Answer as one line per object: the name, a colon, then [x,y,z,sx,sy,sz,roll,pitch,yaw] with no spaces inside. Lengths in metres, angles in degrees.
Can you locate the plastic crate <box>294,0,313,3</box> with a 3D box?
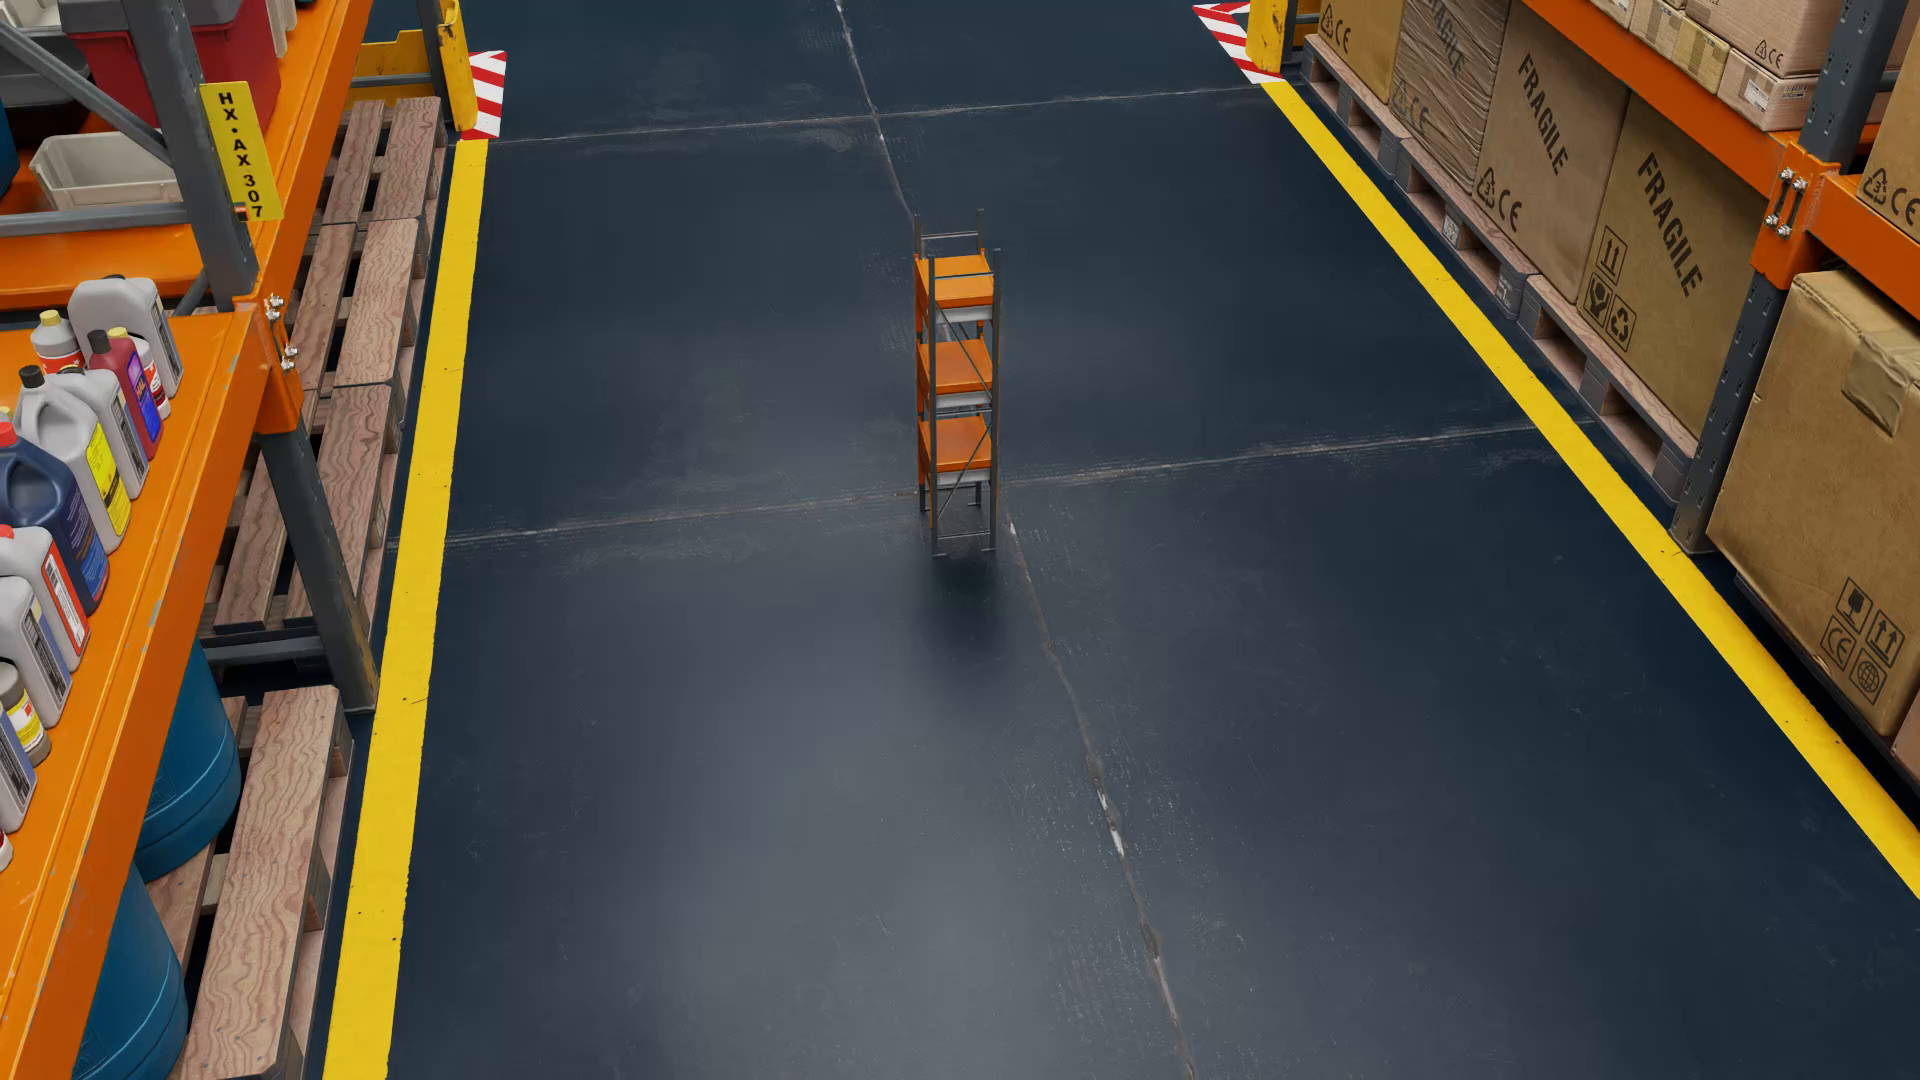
plastic crate: [-2.218,-1.849,5.273,0.416,0.233,0.300,-6,38,-8]

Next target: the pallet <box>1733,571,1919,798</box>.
pallet: [2.956,0.338,4.643,1.003,0.211,1.213,-6,38,-8]

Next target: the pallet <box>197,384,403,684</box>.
pallet: [-2.297,-0.027,5.113,1.003,0.211,1.213,-6,38,-8]

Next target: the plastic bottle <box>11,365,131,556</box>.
plastic bottle: [-1.646,-0.149,3.037,0.144,0.351,0.185,-6,38,-8]

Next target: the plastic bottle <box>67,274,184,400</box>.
plastic bottle: [-1.742,-0.436,3.468,0.152,0.276,0.135,-6,38,-8]

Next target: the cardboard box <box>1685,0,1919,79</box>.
cardboard box: [2.411,-1.518,4.639,0.500,0.250,0.500,-7,38,-9]

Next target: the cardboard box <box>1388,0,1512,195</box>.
cardboard box: [2.396,-2.036,6.816,0.875,0.875,0.875,-6,38,-8]

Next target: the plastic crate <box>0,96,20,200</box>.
plastic crate: [-2.547,-0.951,3.993,0.392,0.384,0.575,-6,38,-8]

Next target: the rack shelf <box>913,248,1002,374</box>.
rack shelf: [-0.009,-0.663,4.802,0.215,0.259,0.240,-6,38,-8]

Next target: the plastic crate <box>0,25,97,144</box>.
plastic crate: [-2.590,-1.251,4.590,0.437,0.125,0.590,-6,38,-8]

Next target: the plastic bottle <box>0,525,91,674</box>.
plastic bottle: [-1.590,0.089,2.791,0.152,0.276,0.135,-6,38,-8]

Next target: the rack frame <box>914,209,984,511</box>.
rack frame: [-0.031,-0.521,5.064,0.200,1.050,0.008,-6,38,-8]

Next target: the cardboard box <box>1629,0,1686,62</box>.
cardboard box: [2.281,-1.581,5.045,0.380,0.149,0.250,-7,38,-9]

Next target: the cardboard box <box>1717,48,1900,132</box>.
cardboard box: [2.371,-1.271,4.646,0.380,0.149,0.250,-6,38,-8]

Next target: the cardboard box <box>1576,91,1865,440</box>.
cardboard box: [2.710,-0.955,5.424,0.875,0.875,0.875,-6,38,-8]

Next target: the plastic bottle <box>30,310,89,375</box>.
plastic bottle: [-1.862,-0.382,3.459,0.097,0.201,0.097,0,38,0]

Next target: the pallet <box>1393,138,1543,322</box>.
pallet: [2.473,-1.326,6.785,1.003,0.211,1.213,-6,38,-8]

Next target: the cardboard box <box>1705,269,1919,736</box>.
cardboard box: [2.879,-0.164,4.405,1.225,0.875,0.875,-6,38,-8]

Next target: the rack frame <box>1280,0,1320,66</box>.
rack frame: [2.045,-3.637,7.487,1.000,3.000,0.127,-6,38,-8]

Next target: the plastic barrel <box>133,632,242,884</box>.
plastic barrel: [-2.051,0.305,3.781,0.600,0.901,0.708,-6,38,-8]

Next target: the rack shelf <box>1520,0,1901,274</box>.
rack shelf: [2.396,-2.145,6.153,1.077,0.370,4.000,-6,38,-8]

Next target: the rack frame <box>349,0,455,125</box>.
rack frame: [-2.831,-3.104,6.801,1.000,3.000,0.127,-6,38,-8]

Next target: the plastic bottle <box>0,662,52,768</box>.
plastic bottle: [-1.519,0.267,2.623,0.097,0.201,0.097,0,38,0]

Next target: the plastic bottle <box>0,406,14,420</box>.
plastic bottle: [-1.798,-0.161,3.175,0.097,0.201,0.097,0,38,0]

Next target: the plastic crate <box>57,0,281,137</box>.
plastic crate: [-2.039,-1.304,4.382,0.402,0.464,0.583,-6,38,-8]

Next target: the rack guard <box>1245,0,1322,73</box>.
rack guard: [2.041,-2.665,8.272,1.175,0.500,0.348,-6,38,-8]

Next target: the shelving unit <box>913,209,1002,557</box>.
shelving unit: [-0.009,-0.447,4.970,0.215,1.050,0.252,-6,38,-8]

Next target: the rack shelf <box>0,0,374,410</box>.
rack shelf: [-2.480,-1.612,5.467,1.077,0.370,4.000,-6,38,-8]

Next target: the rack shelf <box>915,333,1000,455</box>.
rack shelf: [-0.009,-0.439,4.976,0.215,0.259,0.240,-6,38,-8]

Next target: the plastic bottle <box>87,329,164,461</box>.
plastic bottle: [-1.657,-0.304,3.292,0.061,0.283,0.133,-6,38,-8]

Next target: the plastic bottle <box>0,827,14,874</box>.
plastic bottle: [-1.478,0.407,2.443,0.097,0.201,0.097,0,38,0]

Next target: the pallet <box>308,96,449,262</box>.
pallet: [-2.724,-1.501,7.010,1.003,0.211,1.213,-6,38,-8]
